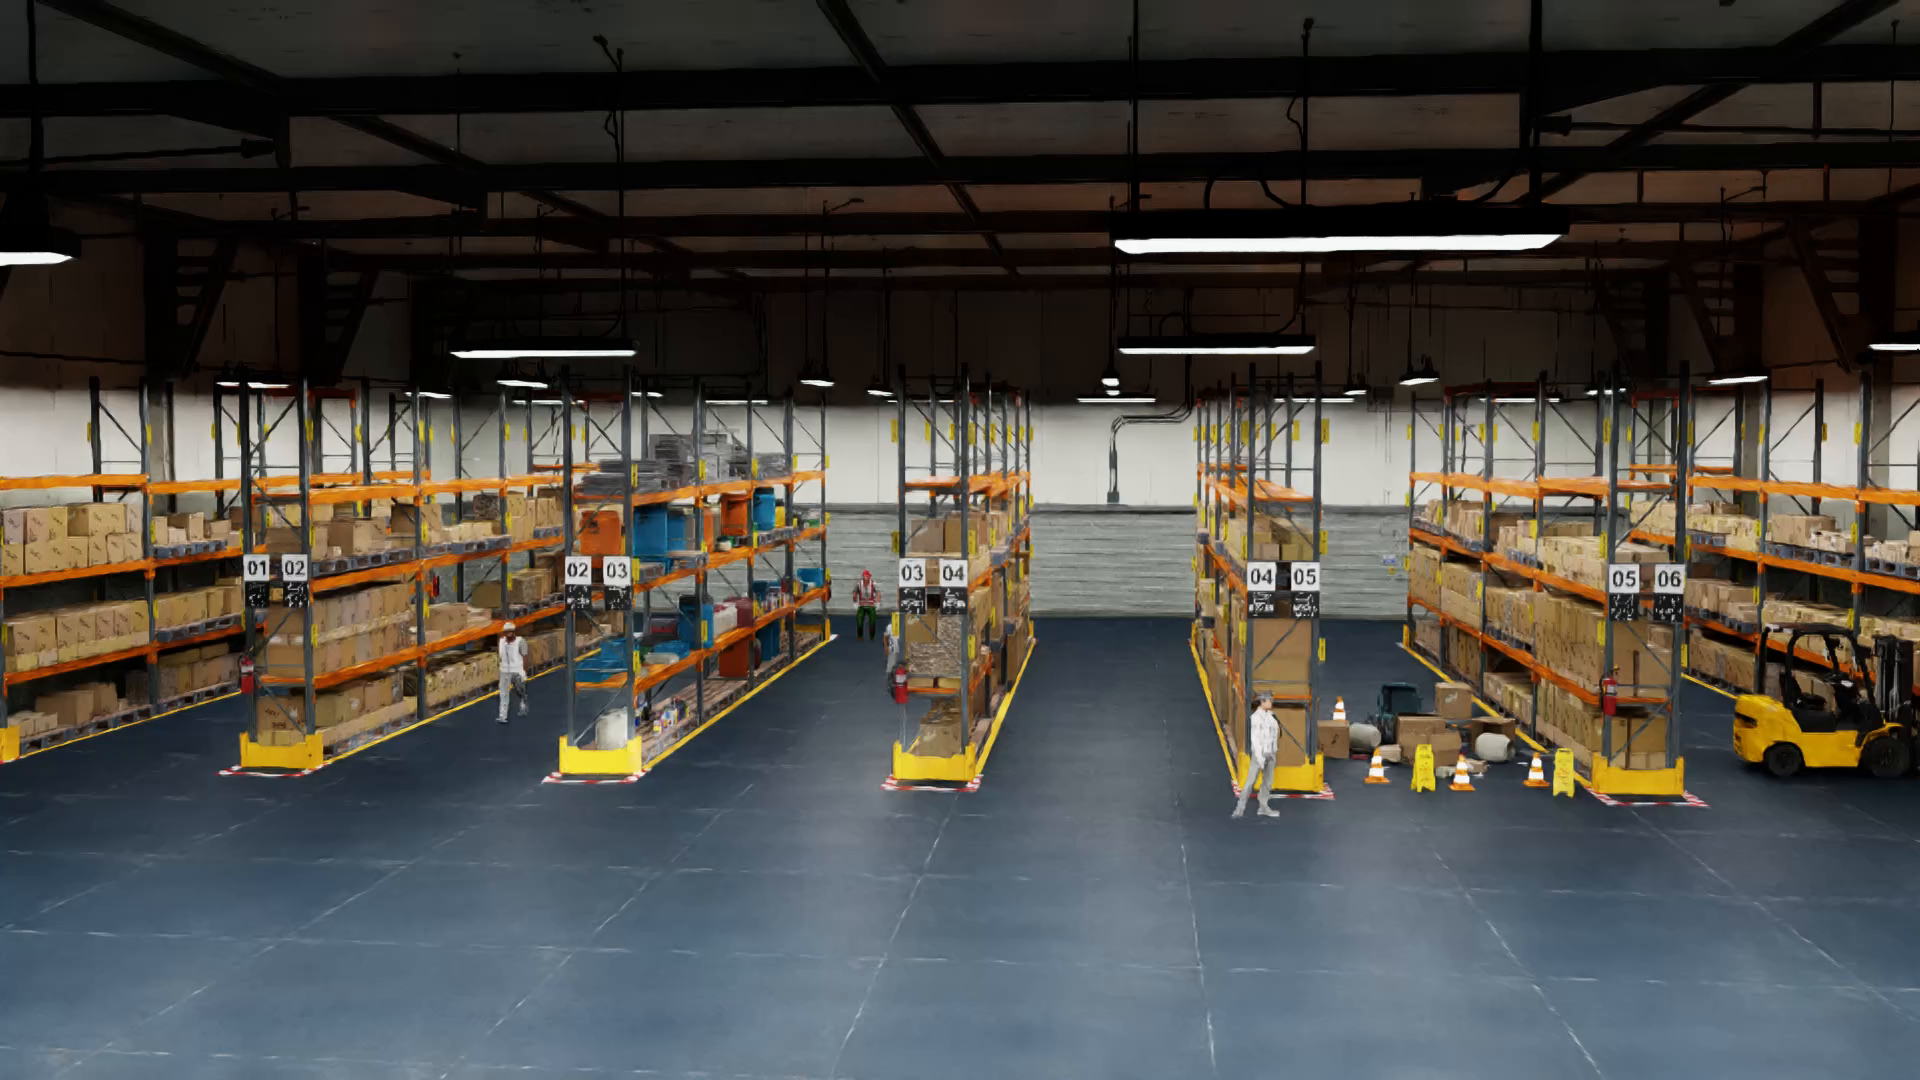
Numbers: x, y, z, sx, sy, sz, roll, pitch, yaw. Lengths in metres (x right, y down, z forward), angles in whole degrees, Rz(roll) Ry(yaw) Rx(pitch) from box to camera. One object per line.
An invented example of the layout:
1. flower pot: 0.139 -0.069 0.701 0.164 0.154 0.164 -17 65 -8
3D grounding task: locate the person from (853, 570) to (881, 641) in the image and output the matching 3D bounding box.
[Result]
1. person: -2.240 1.577 39.956 0.677 1.742 0.552 0 4 4

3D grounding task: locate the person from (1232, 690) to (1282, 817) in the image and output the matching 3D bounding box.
1. person: 3.853 2.785 21.655 0.642 1.672 0.452 -4 5 -45

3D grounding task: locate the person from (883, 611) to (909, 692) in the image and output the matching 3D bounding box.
1. person: -1.175 2.150 32.042 0.625 1.611 0.582 0 4 3

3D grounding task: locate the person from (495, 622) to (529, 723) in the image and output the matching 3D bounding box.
1. person: -7.781 2.281 28.916 0.577 1.733 1.043 0 4 5
